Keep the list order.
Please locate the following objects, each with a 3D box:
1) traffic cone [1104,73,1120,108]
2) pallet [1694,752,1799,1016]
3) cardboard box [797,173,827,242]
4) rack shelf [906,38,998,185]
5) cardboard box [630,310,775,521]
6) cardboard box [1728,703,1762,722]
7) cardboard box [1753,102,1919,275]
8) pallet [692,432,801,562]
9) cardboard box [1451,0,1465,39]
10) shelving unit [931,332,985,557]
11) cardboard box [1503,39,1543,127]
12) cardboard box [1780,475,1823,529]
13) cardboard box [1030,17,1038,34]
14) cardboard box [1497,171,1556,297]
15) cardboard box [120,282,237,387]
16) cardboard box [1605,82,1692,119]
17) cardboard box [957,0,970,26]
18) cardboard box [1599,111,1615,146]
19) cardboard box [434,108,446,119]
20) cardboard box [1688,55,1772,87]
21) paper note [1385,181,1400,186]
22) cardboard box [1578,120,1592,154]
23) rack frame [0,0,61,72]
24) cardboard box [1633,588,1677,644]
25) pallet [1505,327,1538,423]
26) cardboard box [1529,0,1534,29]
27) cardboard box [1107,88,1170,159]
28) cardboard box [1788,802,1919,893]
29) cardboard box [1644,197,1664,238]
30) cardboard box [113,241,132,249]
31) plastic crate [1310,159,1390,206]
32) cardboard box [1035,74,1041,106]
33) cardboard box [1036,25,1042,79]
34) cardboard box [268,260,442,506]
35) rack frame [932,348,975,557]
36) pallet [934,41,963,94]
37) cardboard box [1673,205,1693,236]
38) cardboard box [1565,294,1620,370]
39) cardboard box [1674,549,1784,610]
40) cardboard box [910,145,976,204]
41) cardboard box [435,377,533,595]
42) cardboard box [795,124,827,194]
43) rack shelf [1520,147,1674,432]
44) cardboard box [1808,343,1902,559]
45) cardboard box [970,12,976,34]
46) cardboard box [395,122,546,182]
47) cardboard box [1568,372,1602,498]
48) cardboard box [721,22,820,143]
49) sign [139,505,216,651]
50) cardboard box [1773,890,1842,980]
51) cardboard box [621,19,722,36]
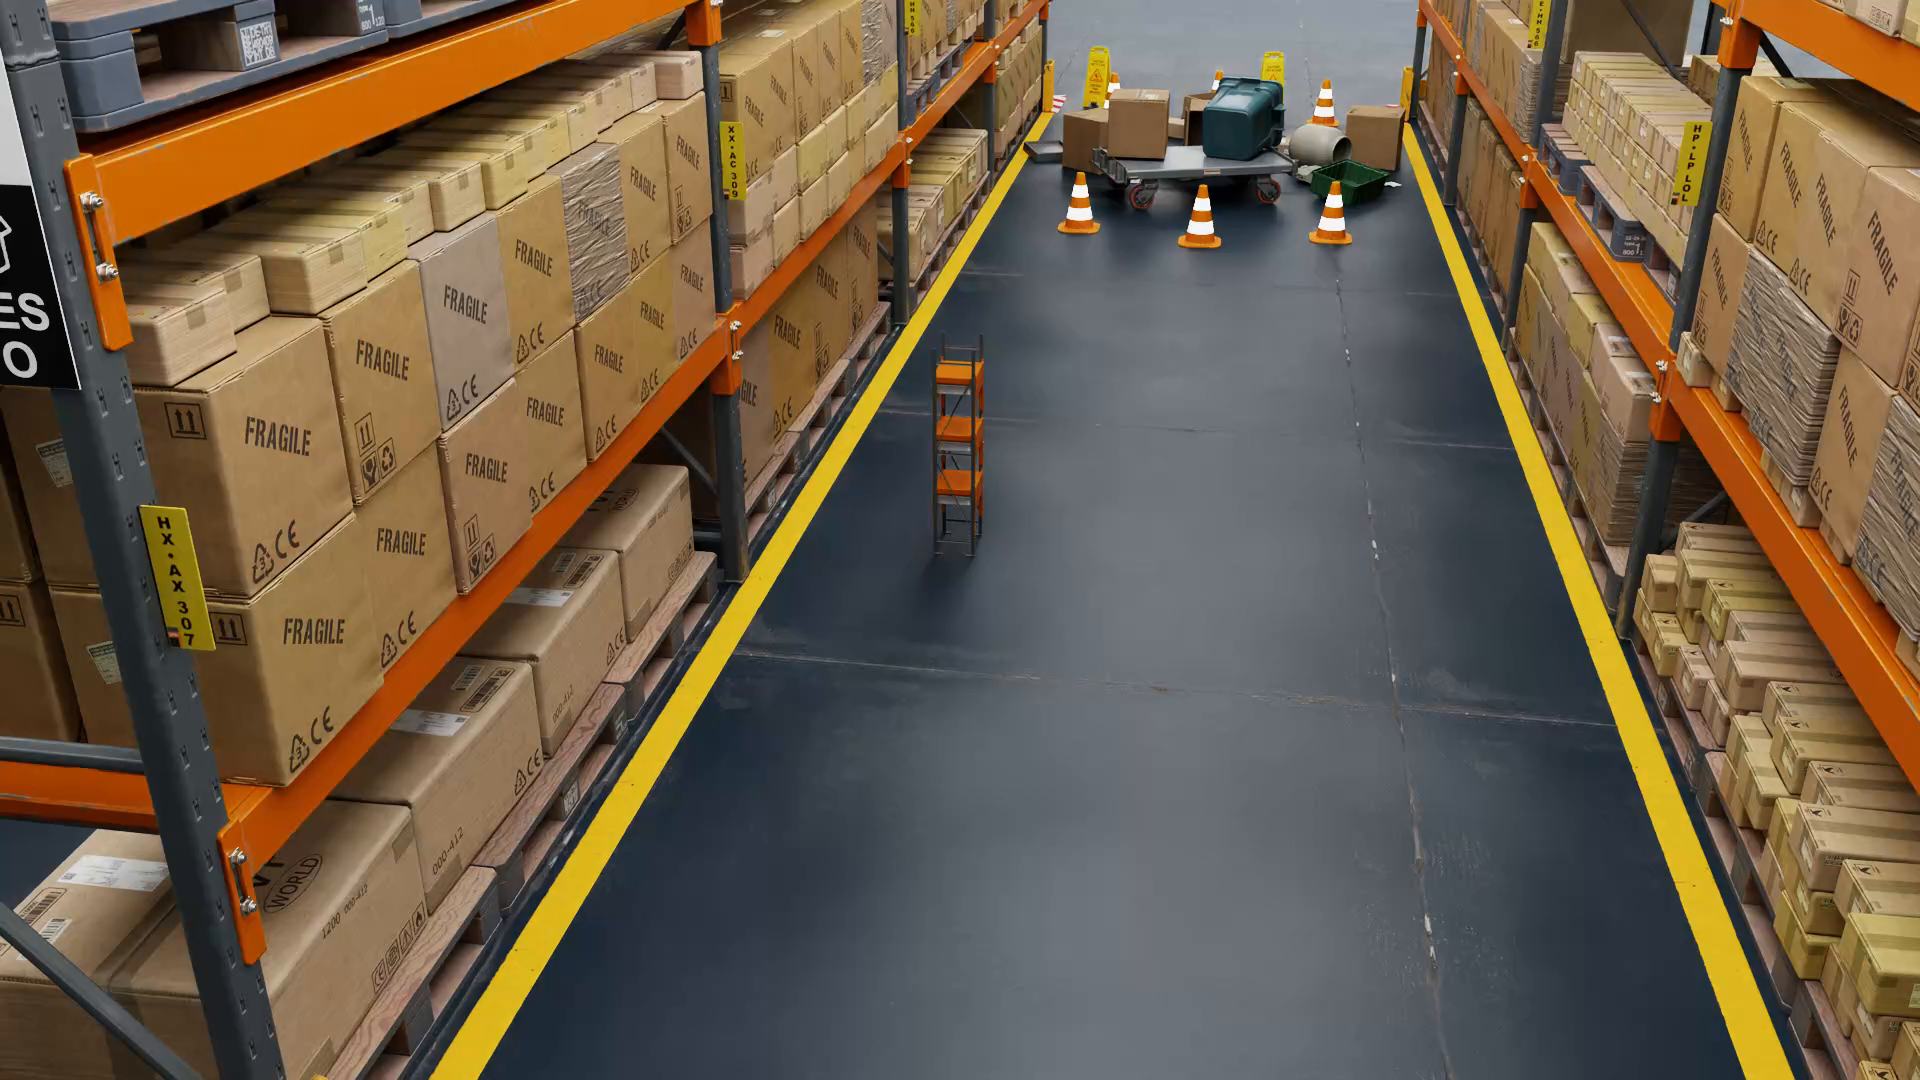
[{"bbox_3d":[1.661,-4.805,17.971,0.336,0.463,0.334,4,25,9],"label":"traffic cone"},{"bbox_3d":[3.125,1.154,5.536,1.003,0.211,1.213,4,25,9],"label":"pallet"},{"bbox_3d":[-0.988,-1.732,8.590,0.500,0.250,0.500,4,25,8],"label":"cardboard box"},{"bbox_3d":[-0.522,-3.388,12.799,1.077,0.370,4.000,4,25,9],"label":"rack shelf"},{"bbox_3d":[-1.480,-0.698,8.213,0.875,0.875,0.875,5,26,10],"label":"cardboard box"},{"bbox_3d":[2.950,0.634,5.874,0.380,0.149,0.250,5,26,11],"label":"cardboard box"},{"bbox_3d":[3.014,-1.147,5.515,0.500,0.500,0.500,3,25,7],"label":"cardboard box"},{"bbox_3d":[-1.451,-0.270,8.577,1.003,0.211,1.213,4,25,9],"label":"pallet"},{"bbox_3d":[4.821,-4.705,14.586,0.875,0.550,0.550,4,25,9],"label":"cardboard box"},{"bbox_3d":[-0.009,-0.453,7.980,0.215,1.050,0.252,4,25,9],"label":"shelving unit"},{"bbox_3d":[3.943,-3.038,11.084,0.500,0.500,0.500,4,25,9],"label":"cardboard box"},{"bbox_3d":[2.861,-0.140,5.308,0.380,0.149,0.250,5,26,11],"label":"cardboard box"},{"bbox_3d":[0.591,-5.291,17.113,0.380,0.149,0.250,5,26,10],"label":"cardboard box"},{"bbox_3d":[4.239,-1.997,11.136,1.050,0.750,0.750,4,25,8],"label":"cardboard box"},{"bbox_3d":[-1.825,-0.453,3.617,0.380,0.149,0.250,5,25,10],"label":"cardboard box"},{"bbox_3d":[3.612,-2.304,8.734,0.380,0.149,0.250,5,26,11],"label":"cardboard box"},{"bbox_3d":[-0.214,-4.289,12.910,0.500,0.500,0.500,5,26,10],"label":"cardboard box"},{"bbox_3d":[3.609,-2.165,8.787,0.380,0.149,0.250,4,25,9],"label":"cardboard box"},{"bbox_3d":[-2.010,-1.456,5.759,0.380,0.149,0.250,3,25,7],"label":"cardboard box"},{"bbox_3d":[4.423,-2.686,9.550,0.380,0.149,0.250,3,25,6],"label":"cardboard box"},{"bbox_3d":[3.921,-3.250,15.156,0.147,0.020,0.142,-14,29,-27],"label":"paper note"},{"bbox_3d":[3.691,-2.255,9.331,0.380,0.149,0.250,5,26,11],"label":"cardboard box"},{"bbox_3d":[-2.156,-2.249,2.440,1.000,3.000,0.127,4,25,9],"label":"rack frame"},{"bbox_3d":[3.021,0.327,6.881,0.380,0.149,0.250,3,25,6],"label":"cardboard box"},{"bbox_3d":[3.922,-0.987,10.111,1.003,0.211,1.213,4,25,9],"label":"pallet"},{"bbox_3d":[4.297,-3.689,11.295,0.700,0.500,0.500,4,25,8],"label":"cardboard box"},{"bbox_3d":[1.566,-3.651,14.567,0.500,0.500,0.500,4,25,9],"label":"cardboard box"},{"bbox_3d":[2.689,0.923,4.905,0.380,0.149,0.250,5,26,10],"label":"cardboard box"},{"bbox_3d":[3.393,-1.478,7.670,0.380,0.149,0.250,3,25,6],"label":"cardboard box"},{"bbox_3d":[-2.318,-0.709,4.165,0.380,0.149,0.250,4,25,8],"label":"cardboard box"},{"bbox_3d":[3.441,-3.166,14.725,0.450,0.188,0.662,29,36,30],"label":"plastic crate"},{"bbox_3d":[0.588,-4.802,17.718,0.500,0.250,0.500,4,25,8],"label":"cardboard box"},{"bbox_3d":[0.585,-5.155,17.588,0.500,0.500,0.500,4,25,9],"label":"cardboard box"},{"bbox_3d":[-1.719,-0.428,4.328,0.500,0.500,0.500,3,25,7],"label":"cardboard box"},{"bbox_3d":[-0.029,-0.402,7.871,0.200,1.050,0.008,4,25,9],"label":"rack frame"},{"bbox_3d":[-0.566,-3.622,12.675,1.003,0.211,1.213,4,25,9],"label":"pallet"},{"bbox_3d":[3.309,-1.406,7.165,0.380,0.149,0.250,4,25,9],"label":"cardboard box"},{"bbox_3d":[3.439,-1.067,8.560,0.500,0.250,0.500,3,25,6],"label":"cardboard box"},{"bbox_3d":[3.033,0.168,6.518,0.380,0.149,0.250,5,26,11],"label":"cardboard box"},{"bbox_3d":[-0.393,-3.030,13.790,0.950,0.372,0.625,6,26,12],"label":"cardboard box"},{"bbox_3d":[-1.639,-0.183,4.985,0.500,0.500,0.500,4,25,8],"label":"cardboard box"},{"bbox_3d":[-0.986,-1.957,8.480,0.500,0.250,0.500,4,25,9],"label":"cardboard box"},{"bbox_3d":[3.724,-1.415,8.583,1.077,0.370,4.000,4,25,9],"label":"rack shelf"},{"bbox_3d":[2.817,-0.253,4.782,0.500,0.500,0.500,5,26,11],"label":"cardboard box"},{"bbox_3d":[-0.074,-4.173,13.429,0.380,0.149,0.250,4,25,8],"label":"cardboard box"},{"bbox_3d":[-1.536,-1.212,5.238,0.380,0.149,0.250,4,25,9],"label":"cardboard box"},{"bbox_3d":[3.354,-0.504,8.241,0.500,0.500,0.500,3,25,7],"label":"cardboard box"},{"bbox_3d":[-1.007,-2.291,8.310,0.500,0.500,0.500,3,25,7],"label":"cardboard box"},{"bbox_3d":[-1.610,0.081,3.424,0.100,0.325,0.005,4,25,9],"label":"sign"},{"bbox_3d":[2.701,1.201,5.014,0.380,0.149,0.250,3,25,6],"label":"cardboard box"},{"bbox_3d":[-1.498,-2.335,8.402,0.500,0.500,0.500,5,26,10],"label":"cardboard box"}]
